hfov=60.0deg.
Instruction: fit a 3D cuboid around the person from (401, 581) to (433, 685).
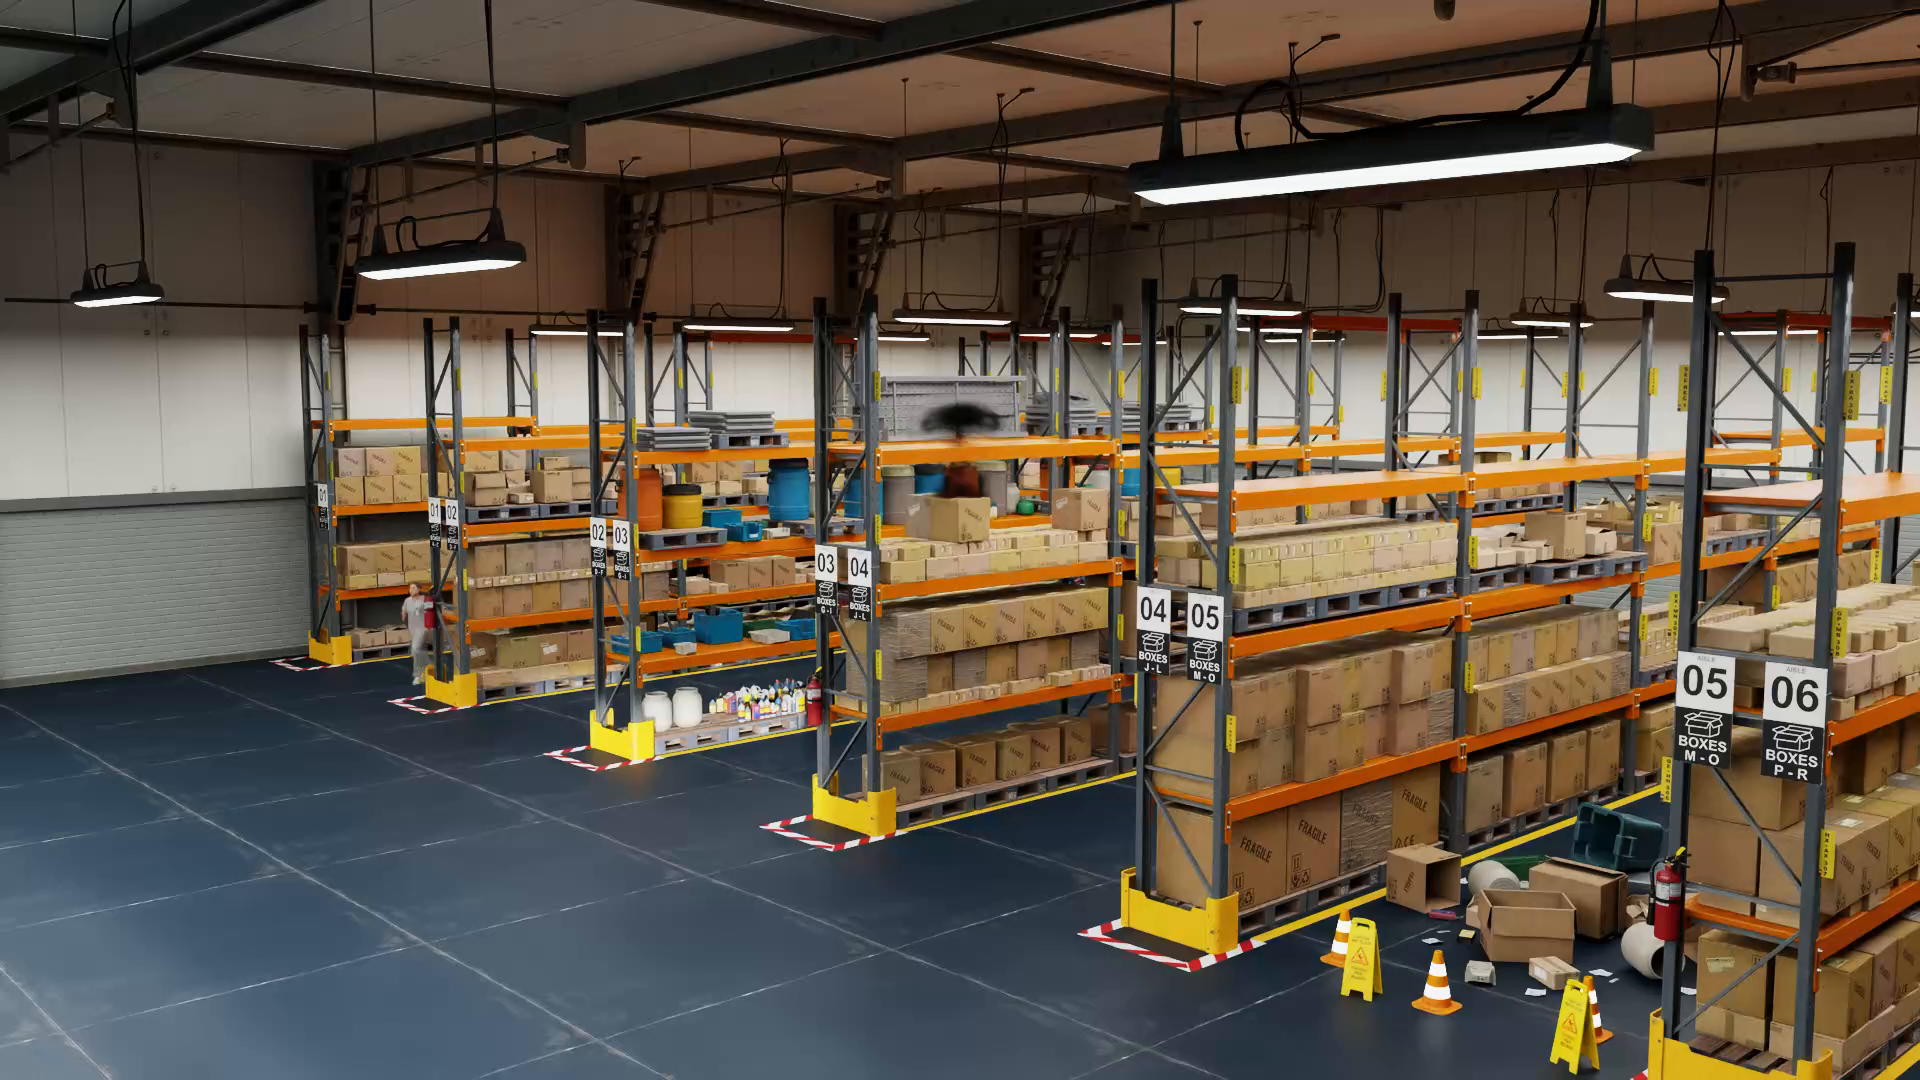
[{"bbox_3d":[-9.028,1.547,27.767,0.562,1.746,0.751,2,6,21],"label":"person"}]
